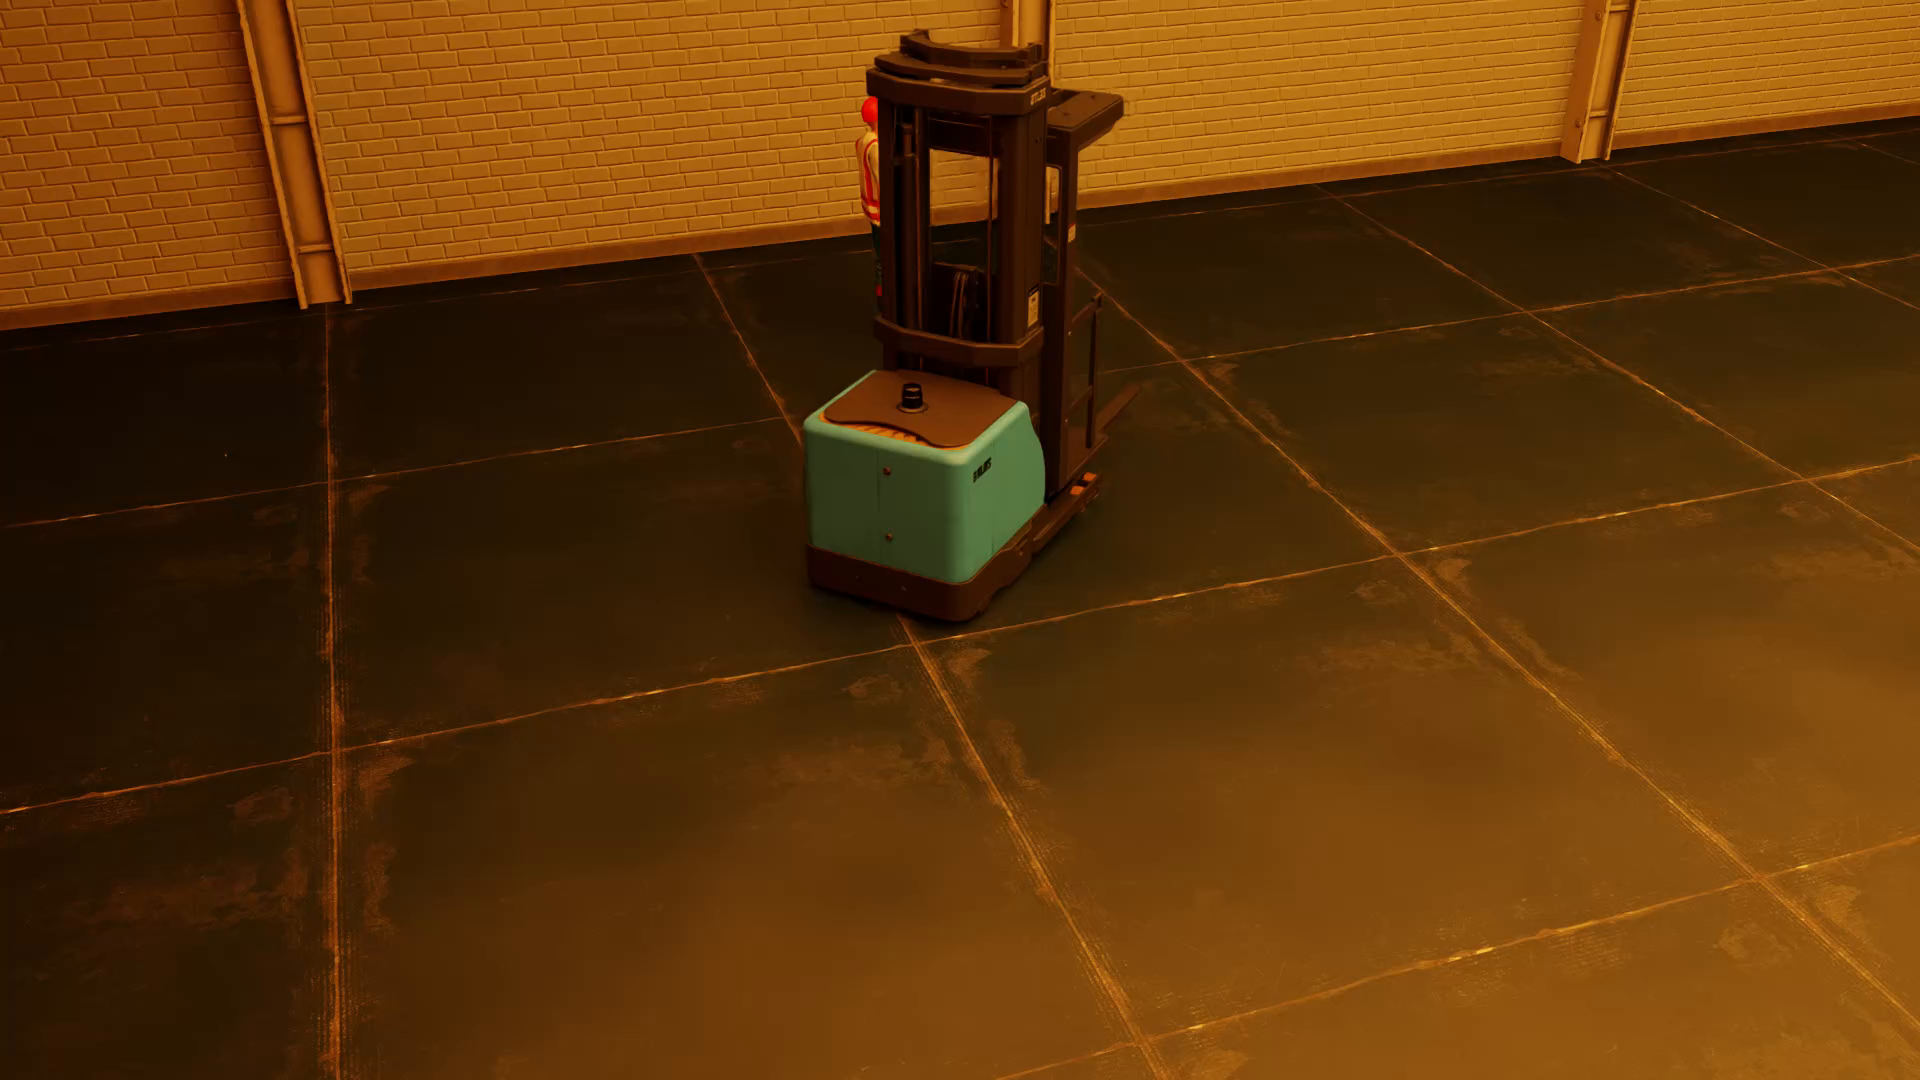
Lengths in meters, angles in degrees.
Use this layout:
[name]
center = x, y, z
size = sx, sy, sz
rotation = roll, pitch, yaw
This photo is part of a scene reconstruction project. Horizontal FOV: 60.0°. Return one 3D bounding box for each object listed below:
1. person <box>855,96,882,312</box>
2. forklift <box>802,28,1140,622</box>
[person]
center = -0.465, -2.428, 12.437
size = 0.565, 1.788, 0.637
rotation = -10, 31, -16
[forklift]
center = 0.247, -1.533, 9.751
size = 1.130, 2.935, 3.031
rotation = 14, 33, 23
